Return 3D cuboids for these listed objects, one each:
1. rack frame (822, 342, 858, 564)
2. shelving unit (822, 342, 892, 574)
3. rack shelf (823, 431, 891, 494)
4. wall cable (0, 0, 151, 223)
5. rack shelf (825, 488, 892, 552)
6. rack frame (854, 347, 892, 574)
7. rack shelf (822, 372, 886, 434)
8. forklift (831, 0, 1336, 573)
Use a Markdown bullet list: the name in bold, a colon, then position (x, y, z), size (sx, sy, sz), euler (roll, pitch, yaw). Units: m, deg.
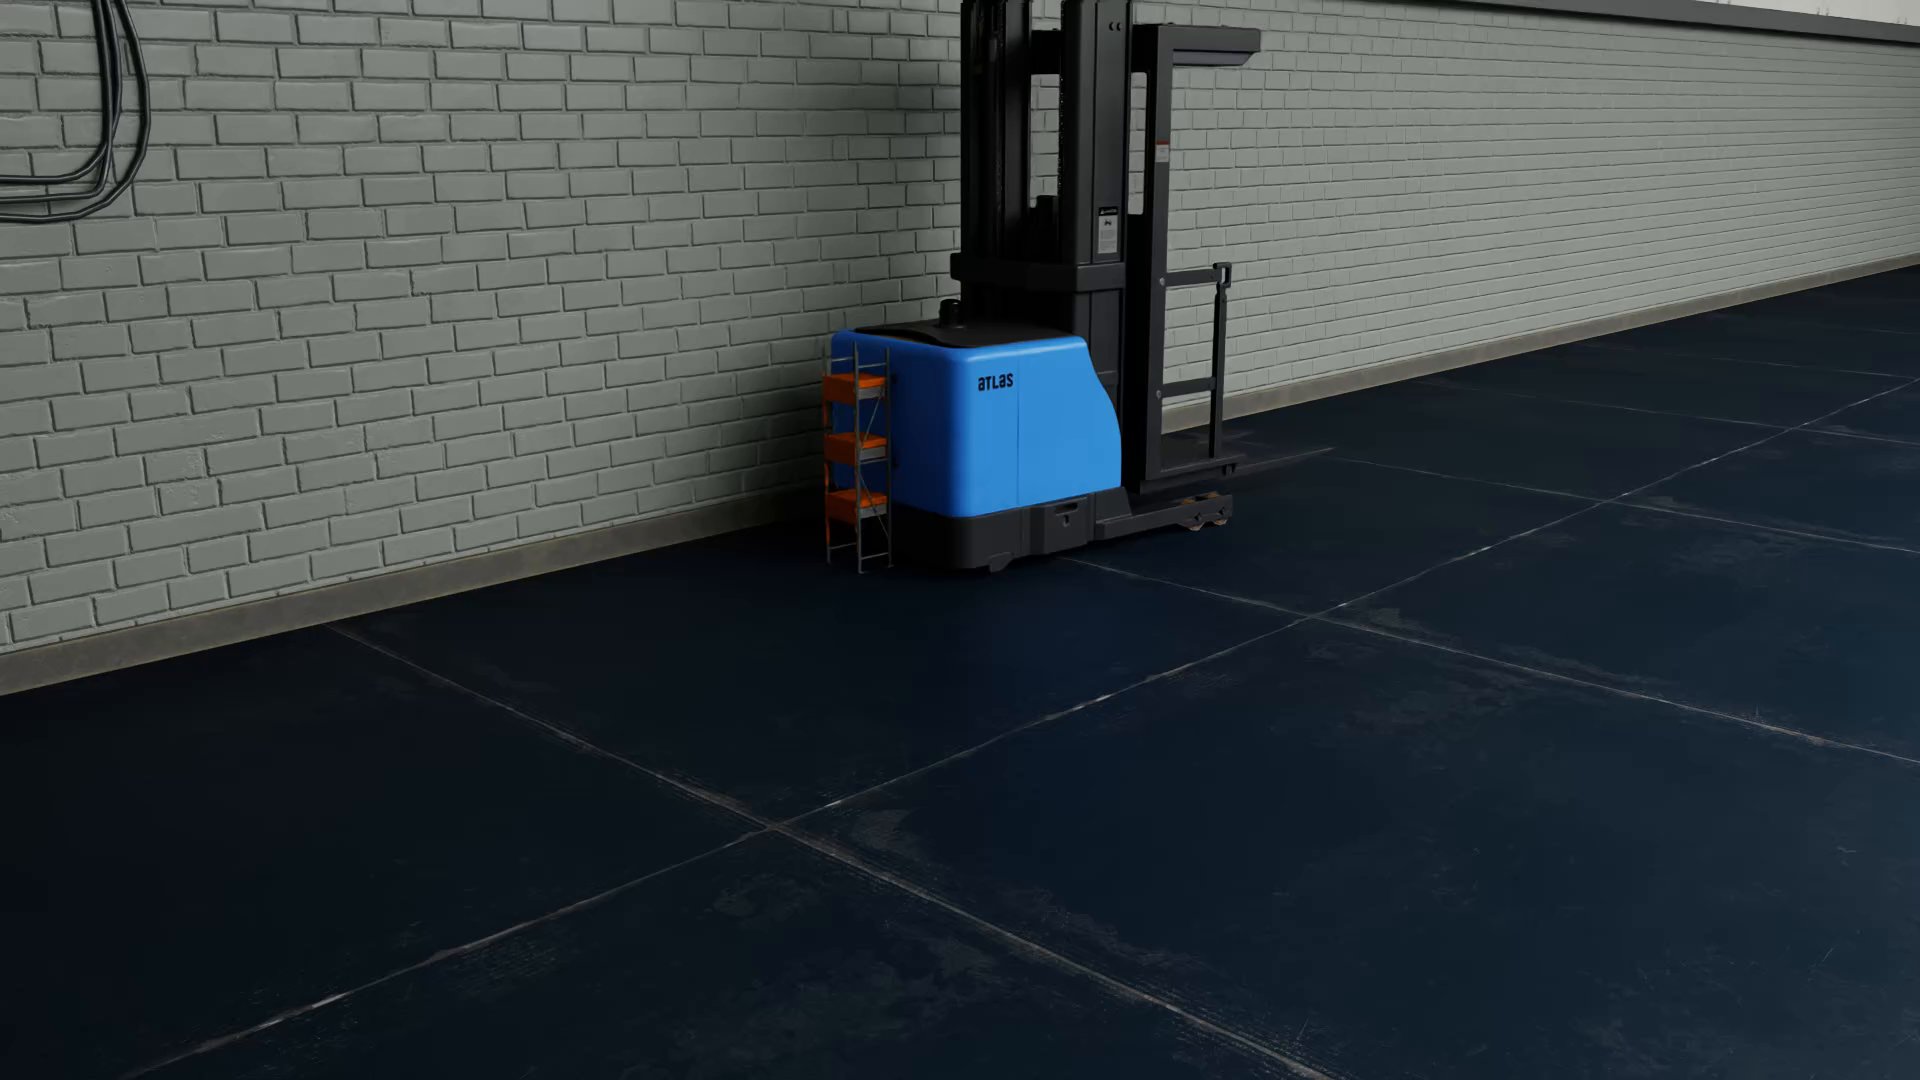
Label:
- **rack frame**: position (-0.564, -0.410, 7.912), size (0.200, 1.050, 0.008), euler (-13, 19, -40)
- **shelving unit**: position (-0.483, -0.387, 7.824), size (0.215, 1.050, 0.252), euler (-13, 19, -40)
- **rack shelf**: position (-0.483, -0.376, 7.826), size (0.215, 0.259, 0.240), euler (-13, 19, -40)
- **wall cable**: position (-4.073, -2.130, 4.910), size (0.112, 2.526, 3.097), euler (14, 20, 42)
- **rack shelf**: position (-0.483, -0.107, 7.896), size (0.215, 0.259, 0.240), euler (-13, 19, -40)
- **rack frame**: position (-0.403, -0.363, 7.735), size (0.200, 1.050, 0.008), euler (-13, 19, -40)
- **rack shelf**: position (-0.483, -0.651, 7.755), size (0.215, 0.259, 0.240), euler (-13, 19, -40)
- **forklift**: position (0.803, -1.552, 8.565), size (3.031, 2.935, 1.130), euler (-12, 19, -39)
